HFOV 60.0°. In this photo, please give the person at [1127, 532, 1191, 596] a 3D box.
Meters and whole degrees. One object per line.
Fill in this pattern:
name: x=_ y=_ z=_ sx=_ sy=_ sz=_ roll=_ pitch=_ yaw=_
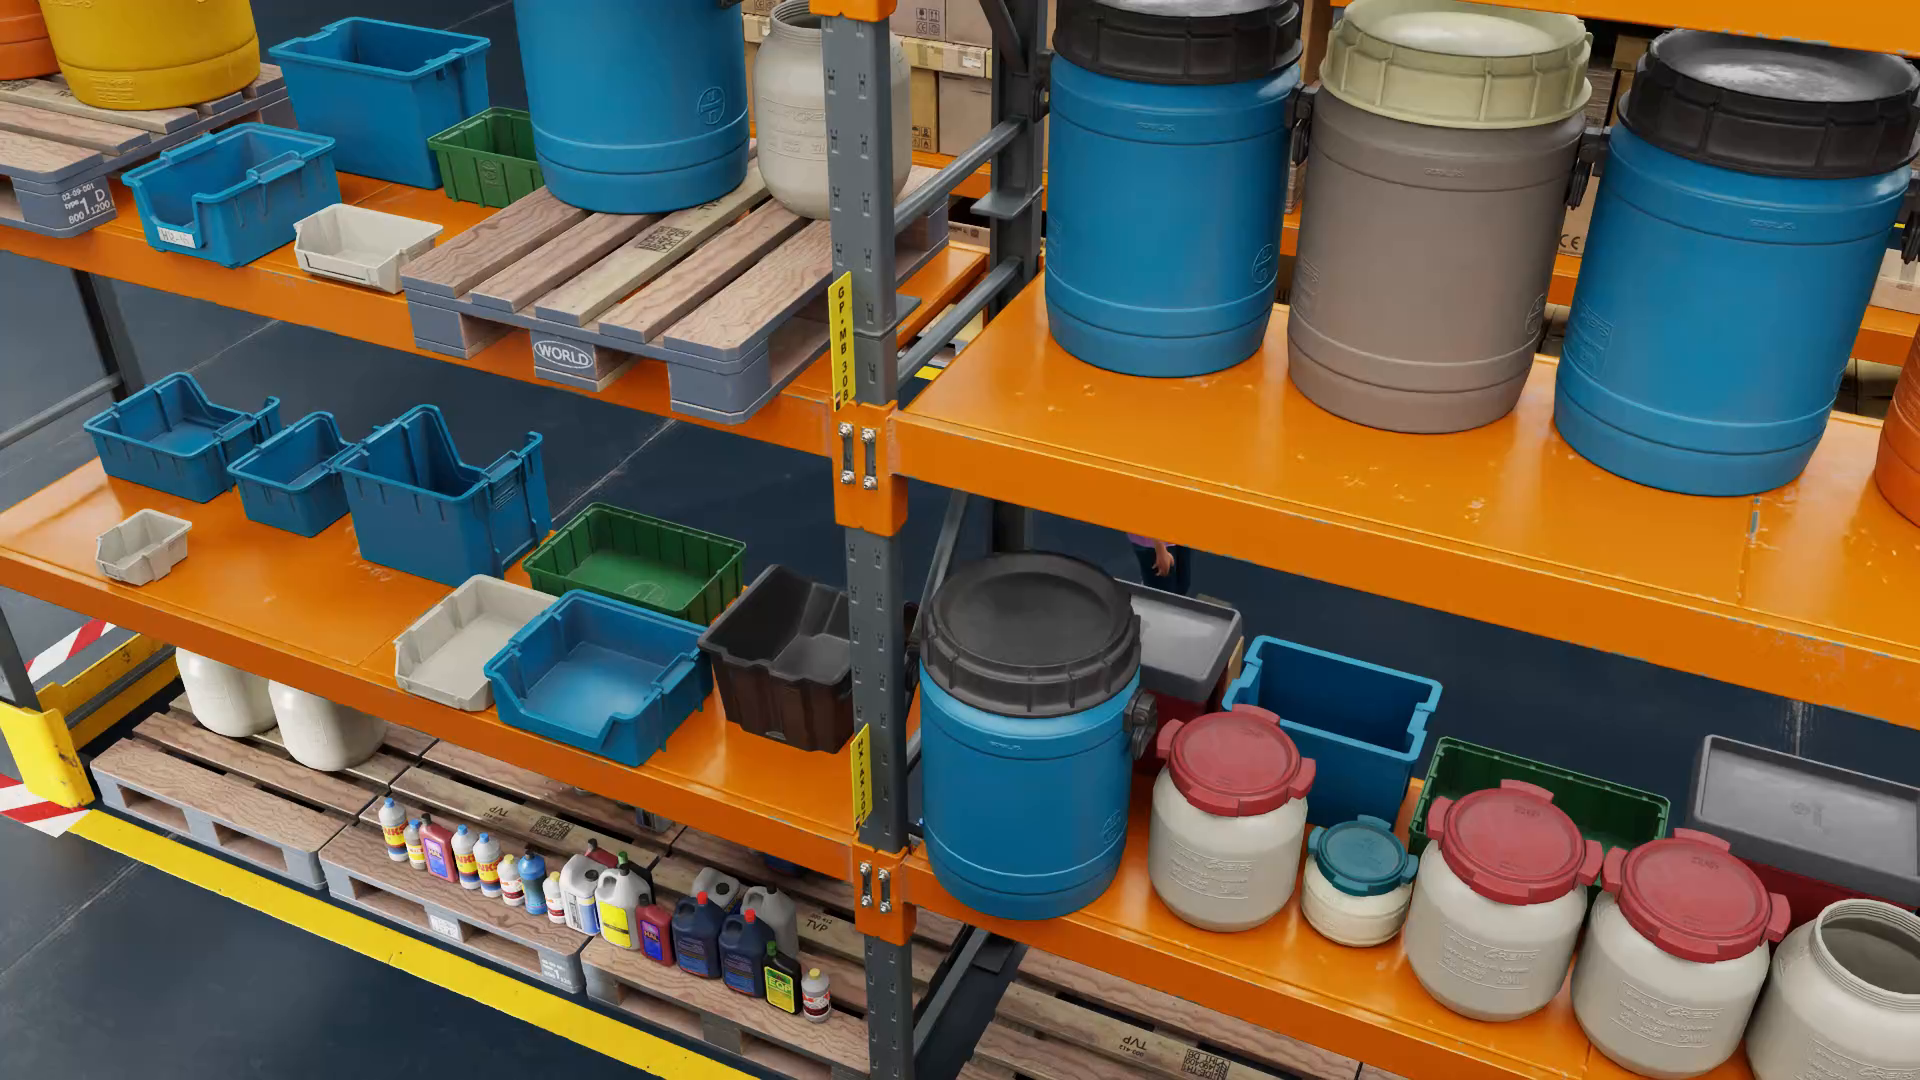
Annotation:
person: x=0.899 y=-0.026 z=7.207 sx=0.347 sy=1.574 sz=0.482 roll=12 pitch=36 yaw=17
